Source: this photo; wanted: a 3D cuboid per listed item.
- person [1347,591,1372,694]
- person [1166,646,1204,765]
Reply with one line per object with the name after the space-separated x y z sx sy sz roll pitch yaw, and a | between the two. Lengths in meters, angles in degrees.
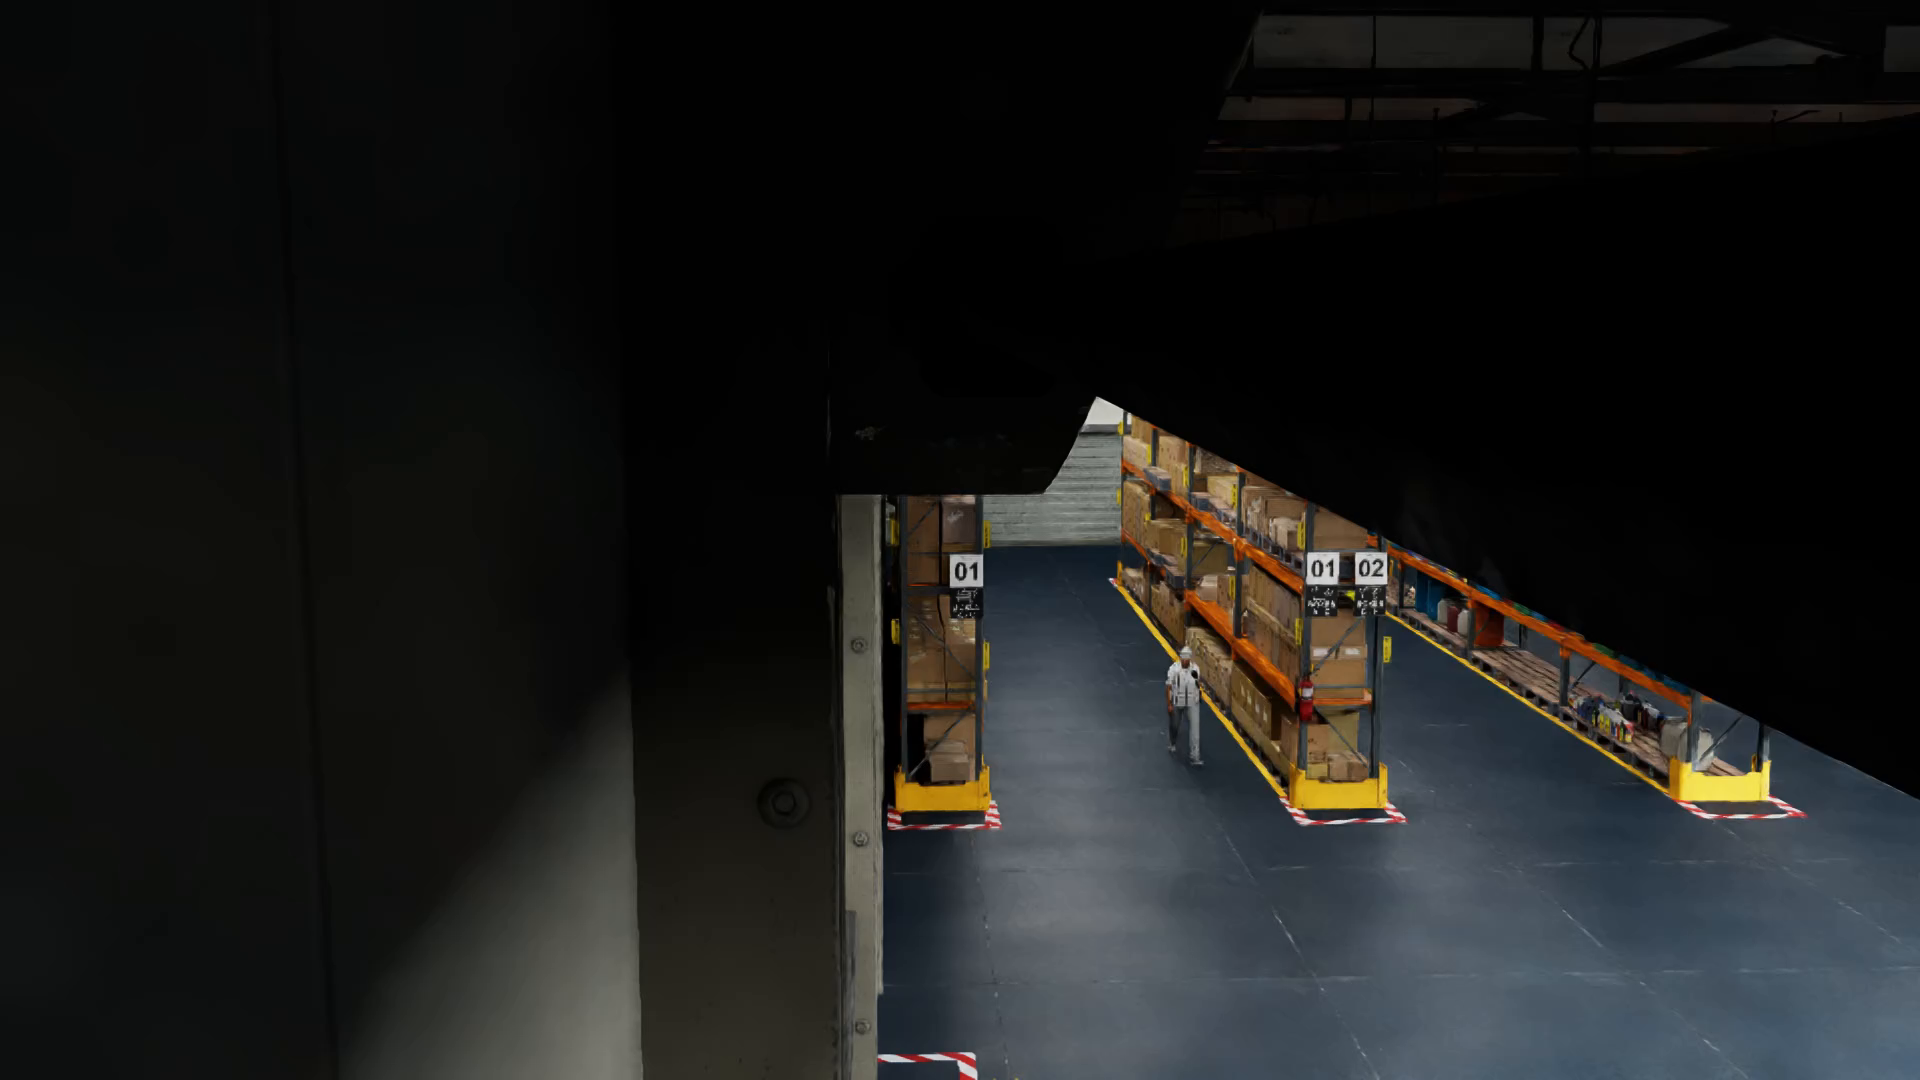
6.164 1.588 26.509 0.698 1.701 0.825 -3 9 -19 | person
3.049 2.208 22.663 0.497 1.583 1.090 0 8 0 | person
